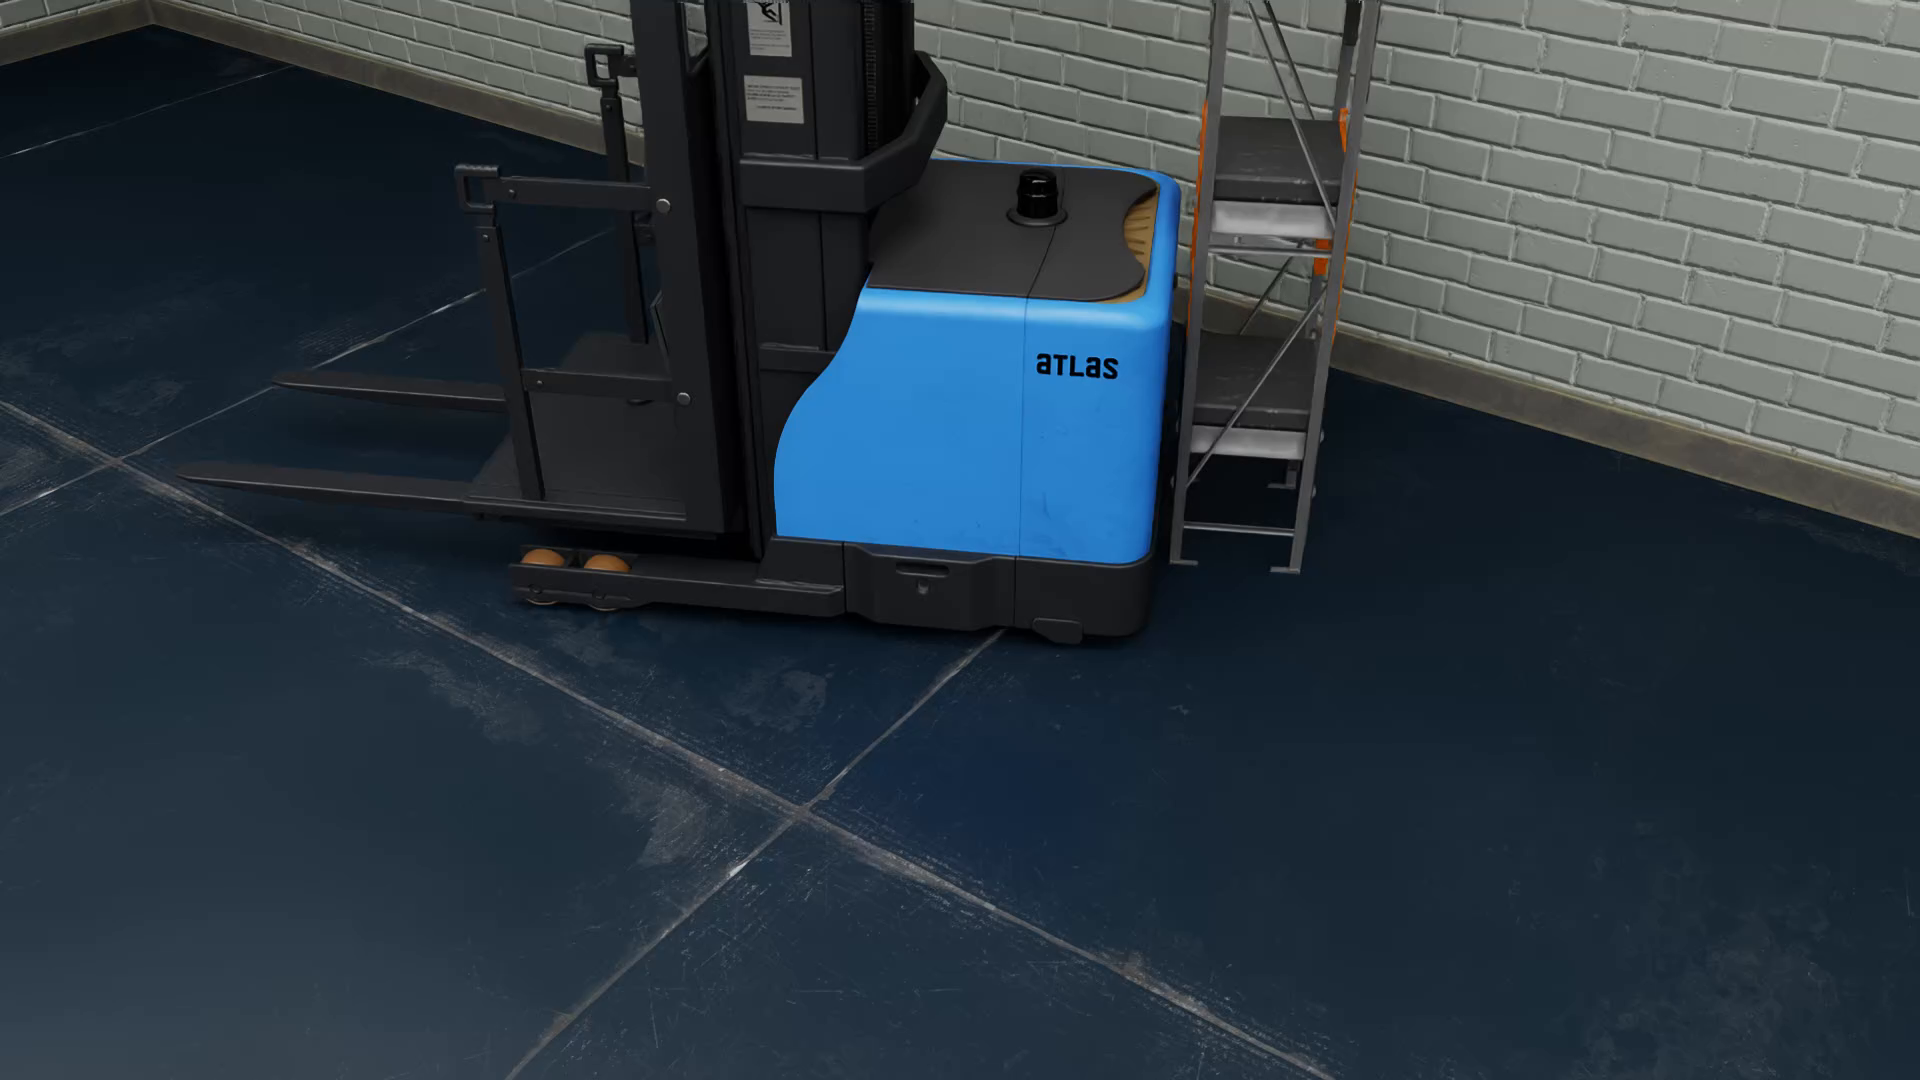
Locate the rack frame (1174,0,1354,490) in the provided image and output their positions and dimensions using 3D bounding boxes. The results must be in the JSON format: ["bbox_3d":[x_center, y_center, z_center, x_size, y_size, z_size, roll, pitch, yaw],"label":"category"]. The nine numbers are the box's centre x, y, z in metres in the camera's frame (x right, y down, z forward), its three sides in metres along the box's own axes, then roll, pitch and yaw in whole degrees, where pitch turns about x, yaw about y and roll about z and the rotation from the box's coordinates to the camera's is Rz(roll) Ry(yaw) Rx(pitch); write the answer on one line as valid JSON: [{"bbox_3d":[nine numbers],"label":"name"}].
[{"bbox_3d":[0.909,-1.054,4.934,0.400,2.100,0.015,4,34,6],"label":"rack frame"}]

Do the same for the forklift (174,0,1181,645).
[{"bbox_3d":[-0.890,-1.290,4.541,3.031,2.935,1.130,5,34,7],"label":"forklift"}]

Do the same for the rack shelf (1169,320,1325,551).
[{"bbox_3d":[0.877,-0.328,5.134,0.431,0.518,0.480,4,34,6],"label":"rack shelf"}]

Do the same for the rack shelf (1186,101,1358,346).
[{"bbox_3d":[0.877,-0.907,4.742,0.431,0.518,0.480,4,34,6],"label":"rack shelf"}]

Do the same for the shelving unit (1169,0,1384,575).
[{"bbox_3d":[0.877,-0.919,4.734,0.431,2.100,0.503,4,34,6],"label":"shelving unit"}]

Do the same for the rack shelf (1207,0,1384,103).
[{"bbox_3d":[0.877,-1.487,4.350,0.431,0.518,0.480,4,34,6],"label":"rack shelf"}]

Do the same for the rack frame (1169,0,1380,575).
[{"bbox_3d":[0.844,-0.783,4.534,0.400,2.100,0.015,4,34,6],"label":"rack frame"}]
